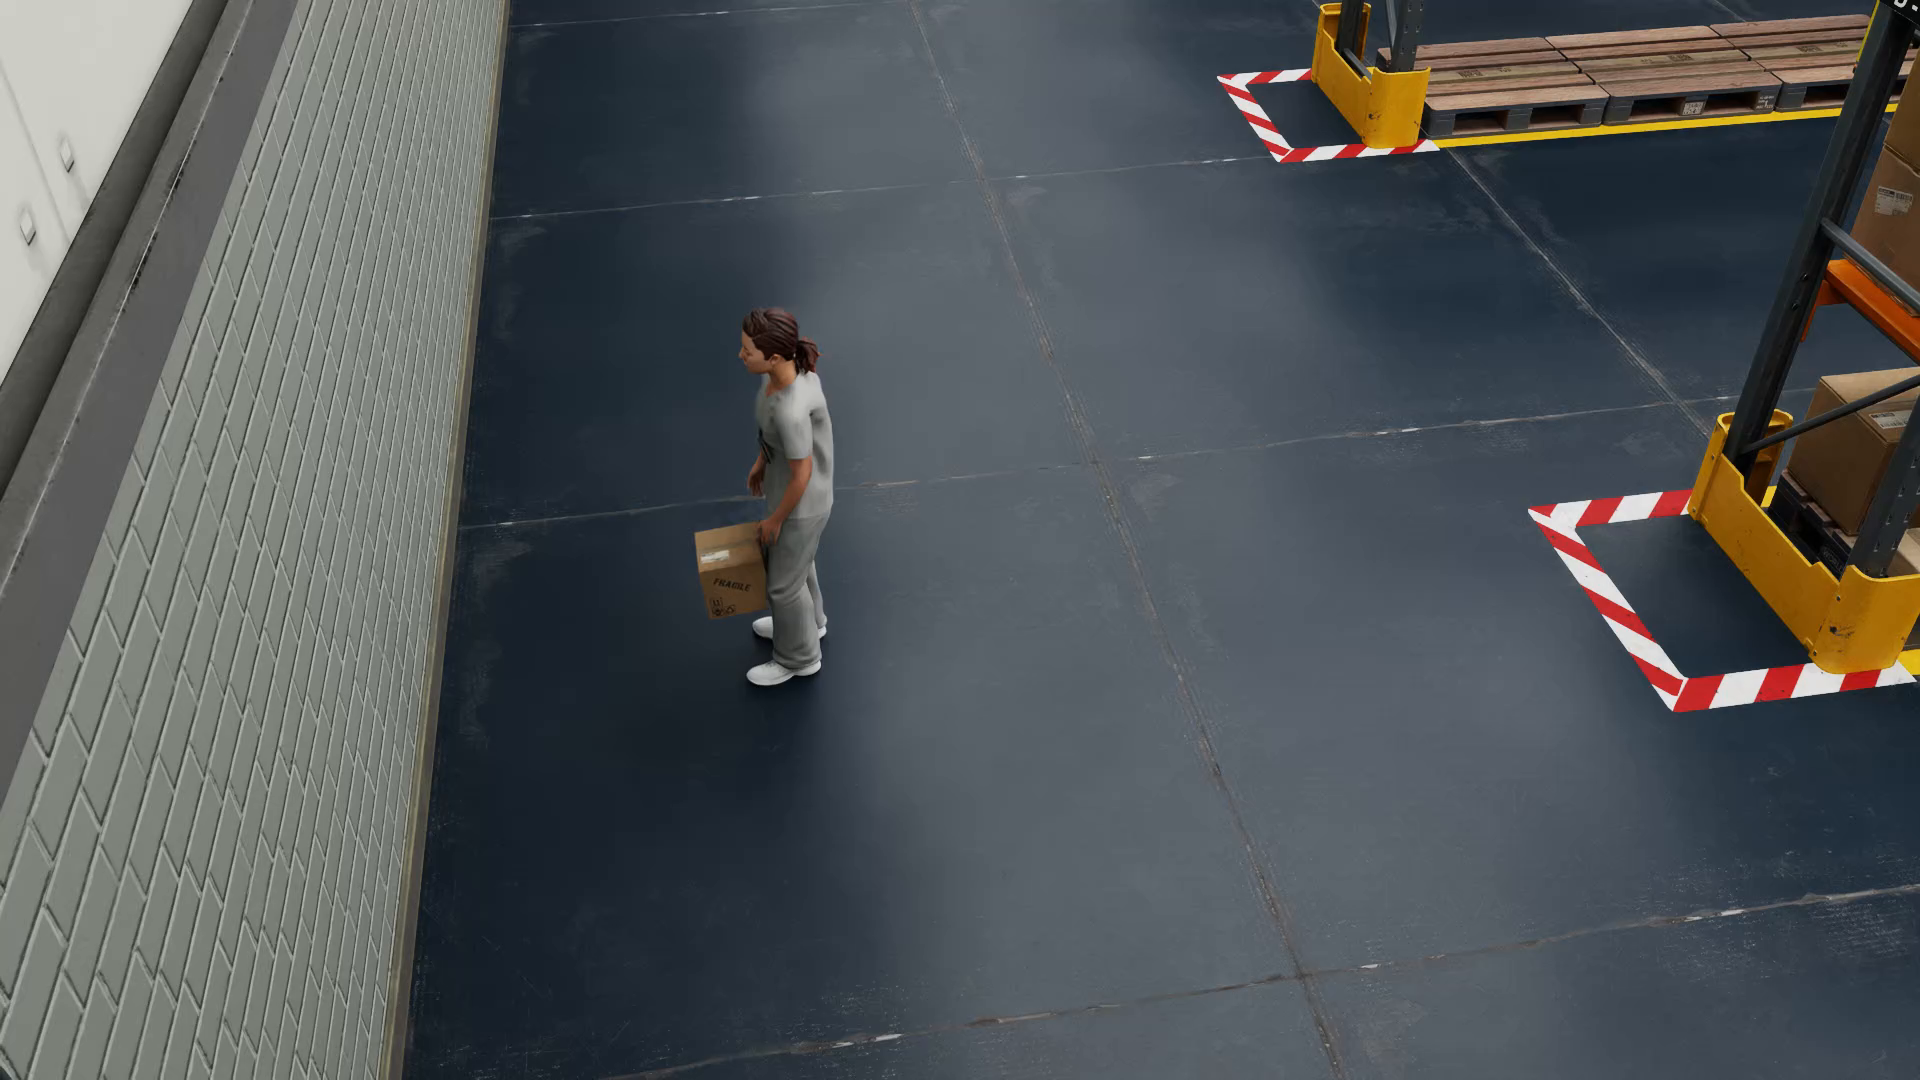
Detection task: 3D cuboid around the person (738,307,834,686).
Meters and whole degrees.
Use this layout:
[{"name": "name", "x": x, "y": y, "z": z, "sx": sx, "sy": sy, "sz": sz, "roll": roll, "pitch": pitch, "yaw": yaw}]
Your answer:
[{"name": "person", "x": -0.683, "y": -0.160, "z": 6.352, "sx": 0.415, "sy": 1.676, "sz": 0.475, "roll": -7, "pitch": 39, "yaw": -9}]
